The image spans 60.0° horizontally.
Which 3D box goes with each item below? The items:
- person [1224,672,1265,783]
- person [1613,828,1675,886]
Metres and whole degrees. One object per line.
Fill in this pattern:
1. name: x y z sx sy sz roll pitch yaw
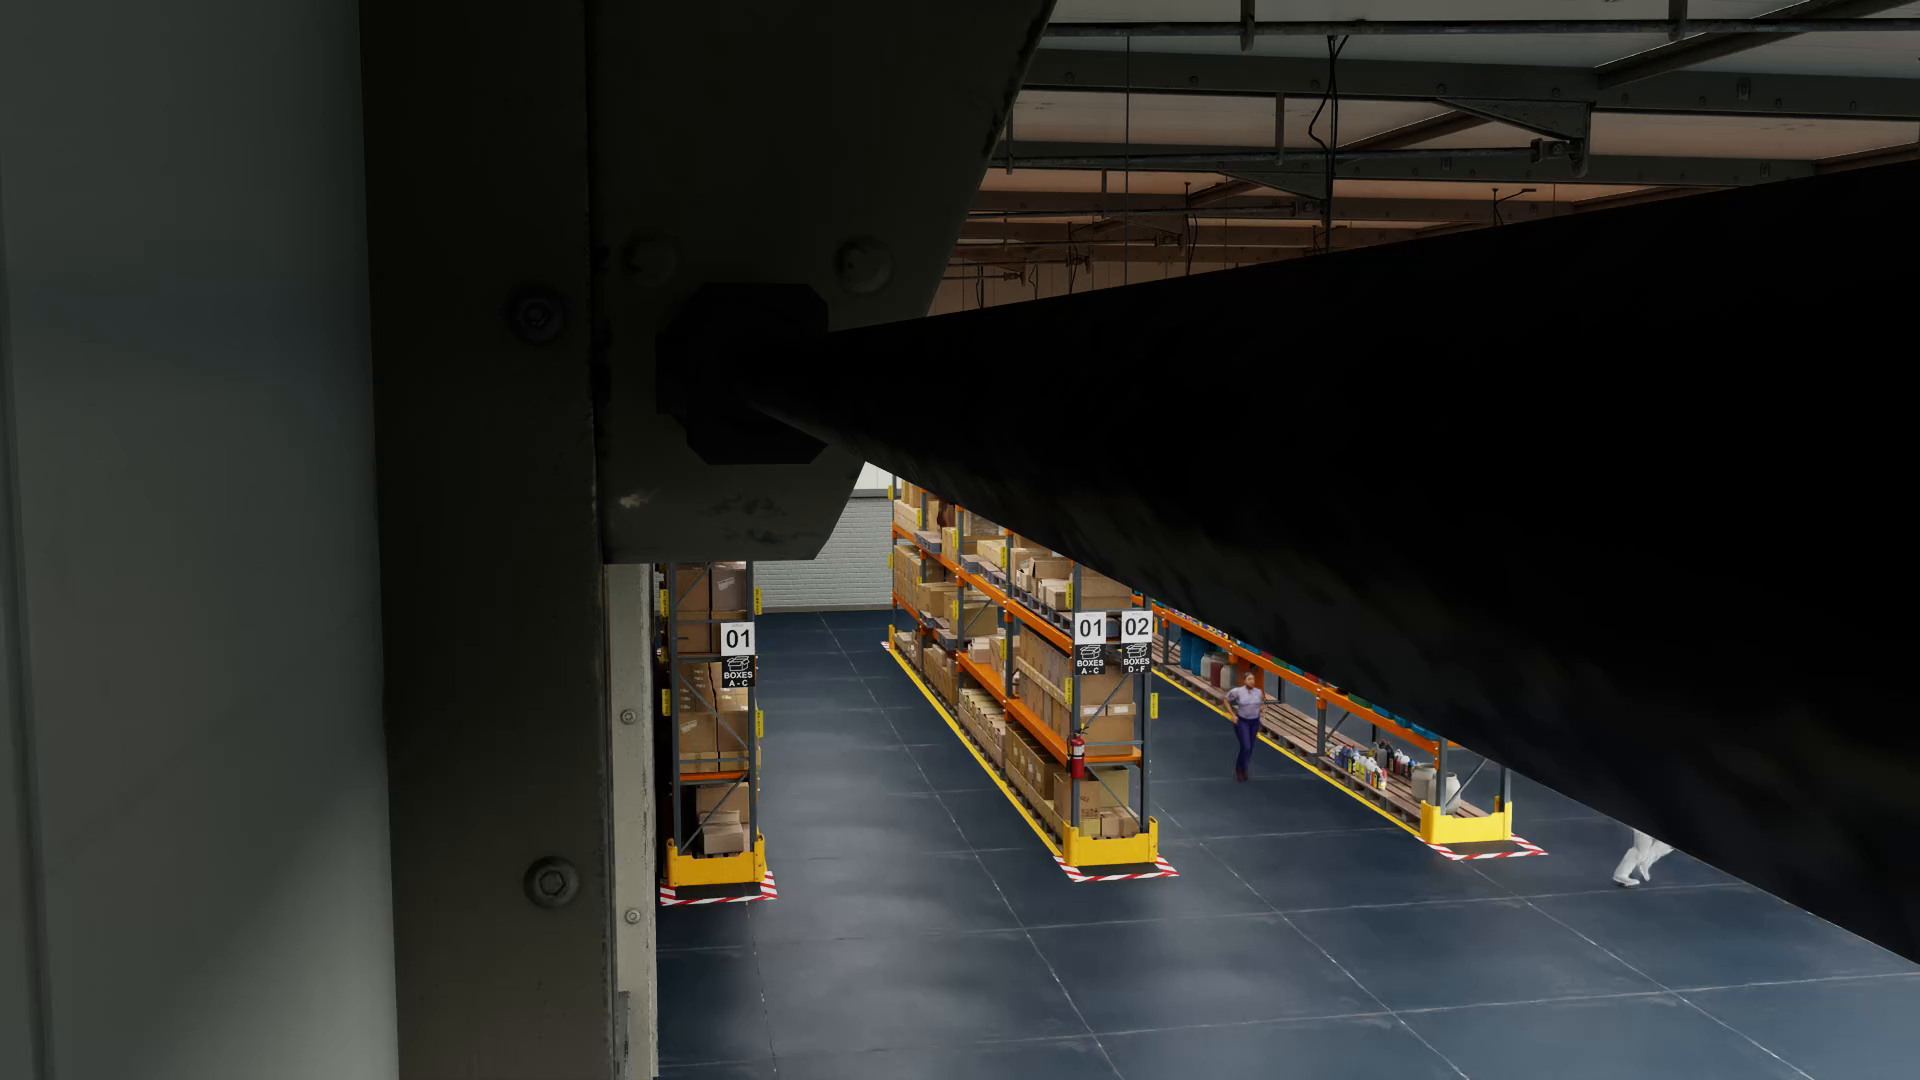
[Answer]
1. person: 4.333 2.821 25.090 0.579 1.677 0.703 -2 7 -19
2. person: 8.311 3.347 19.998 0.783 1.619 0.623 3 7 26
